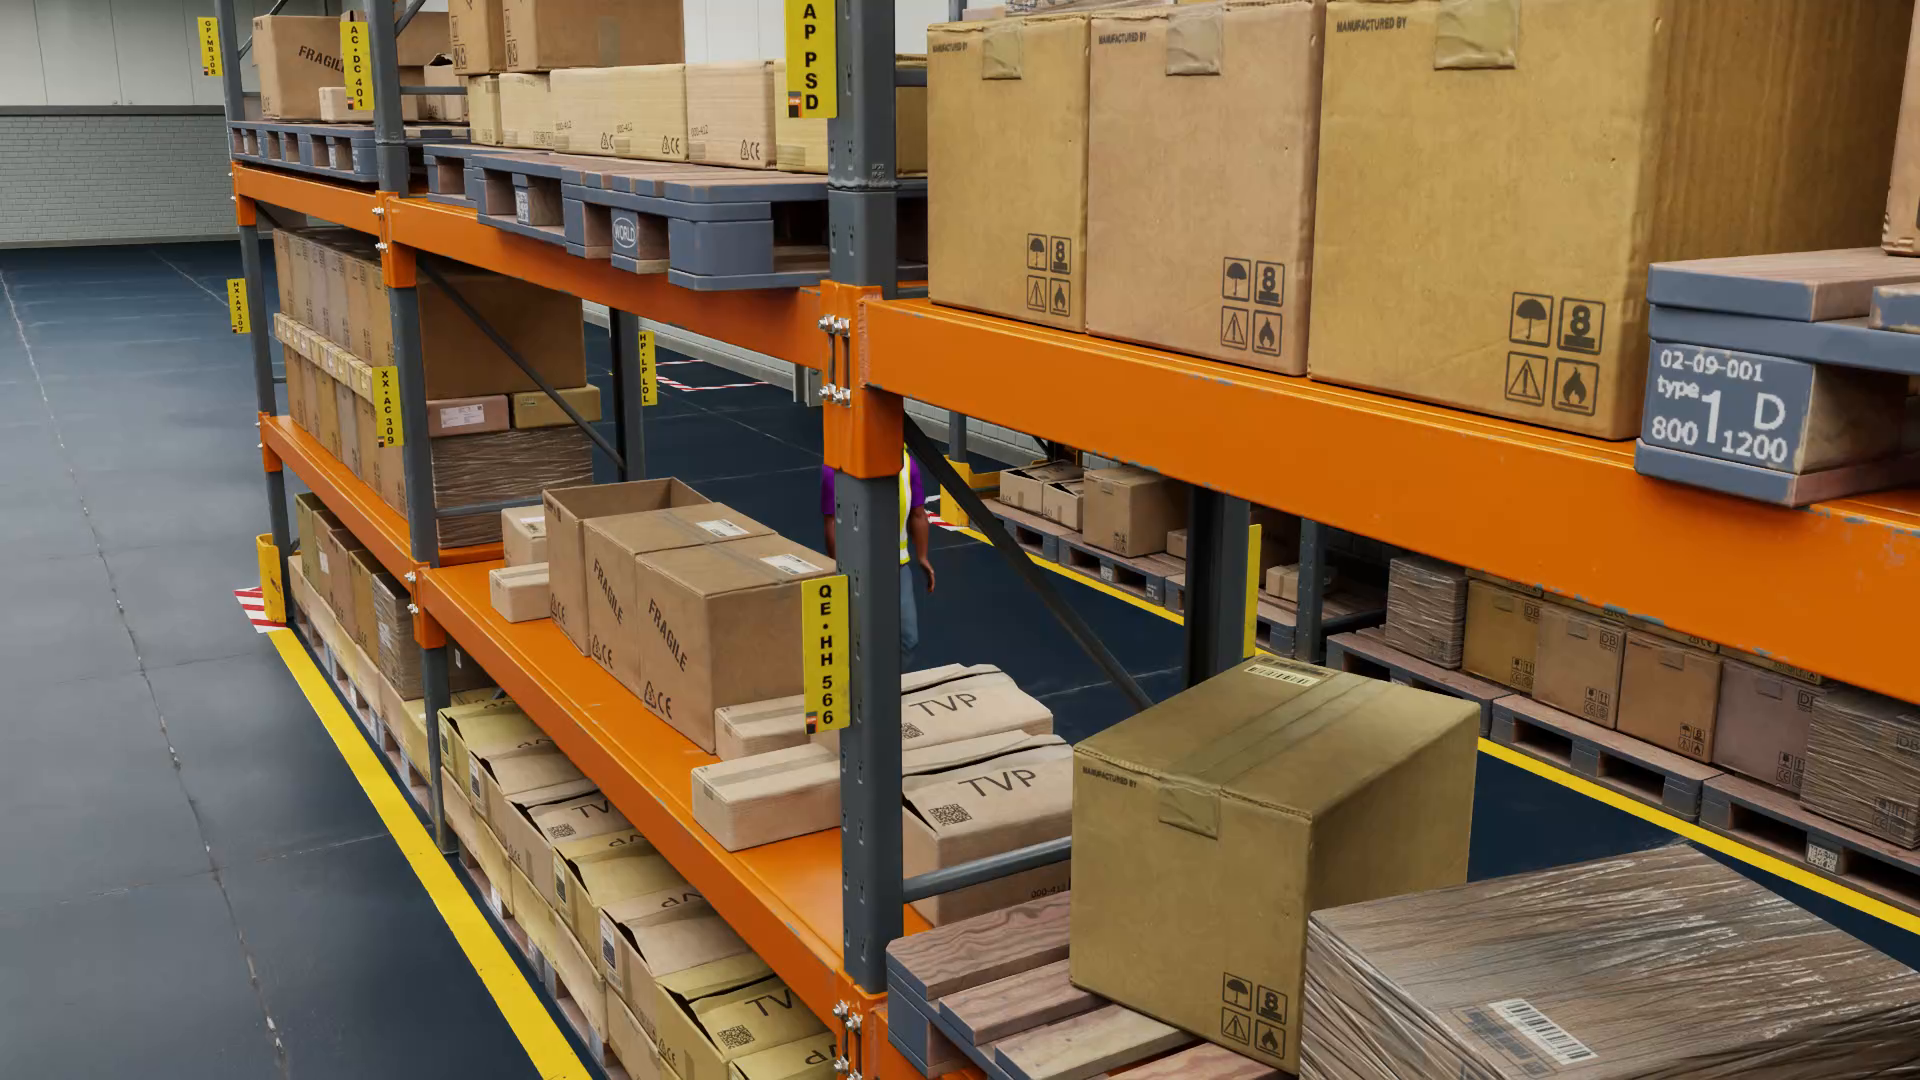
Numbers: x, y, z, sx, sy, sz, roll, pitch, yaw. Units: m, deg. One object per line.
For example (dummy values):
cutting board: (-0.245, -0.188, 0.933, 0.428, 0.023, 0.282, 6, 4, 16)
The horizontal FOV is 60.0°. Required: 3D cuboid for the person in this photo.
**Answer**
person: (-0.418, 0.149, 8.486, 0.588, 1.726, 0.438, -8, 17, -28)
